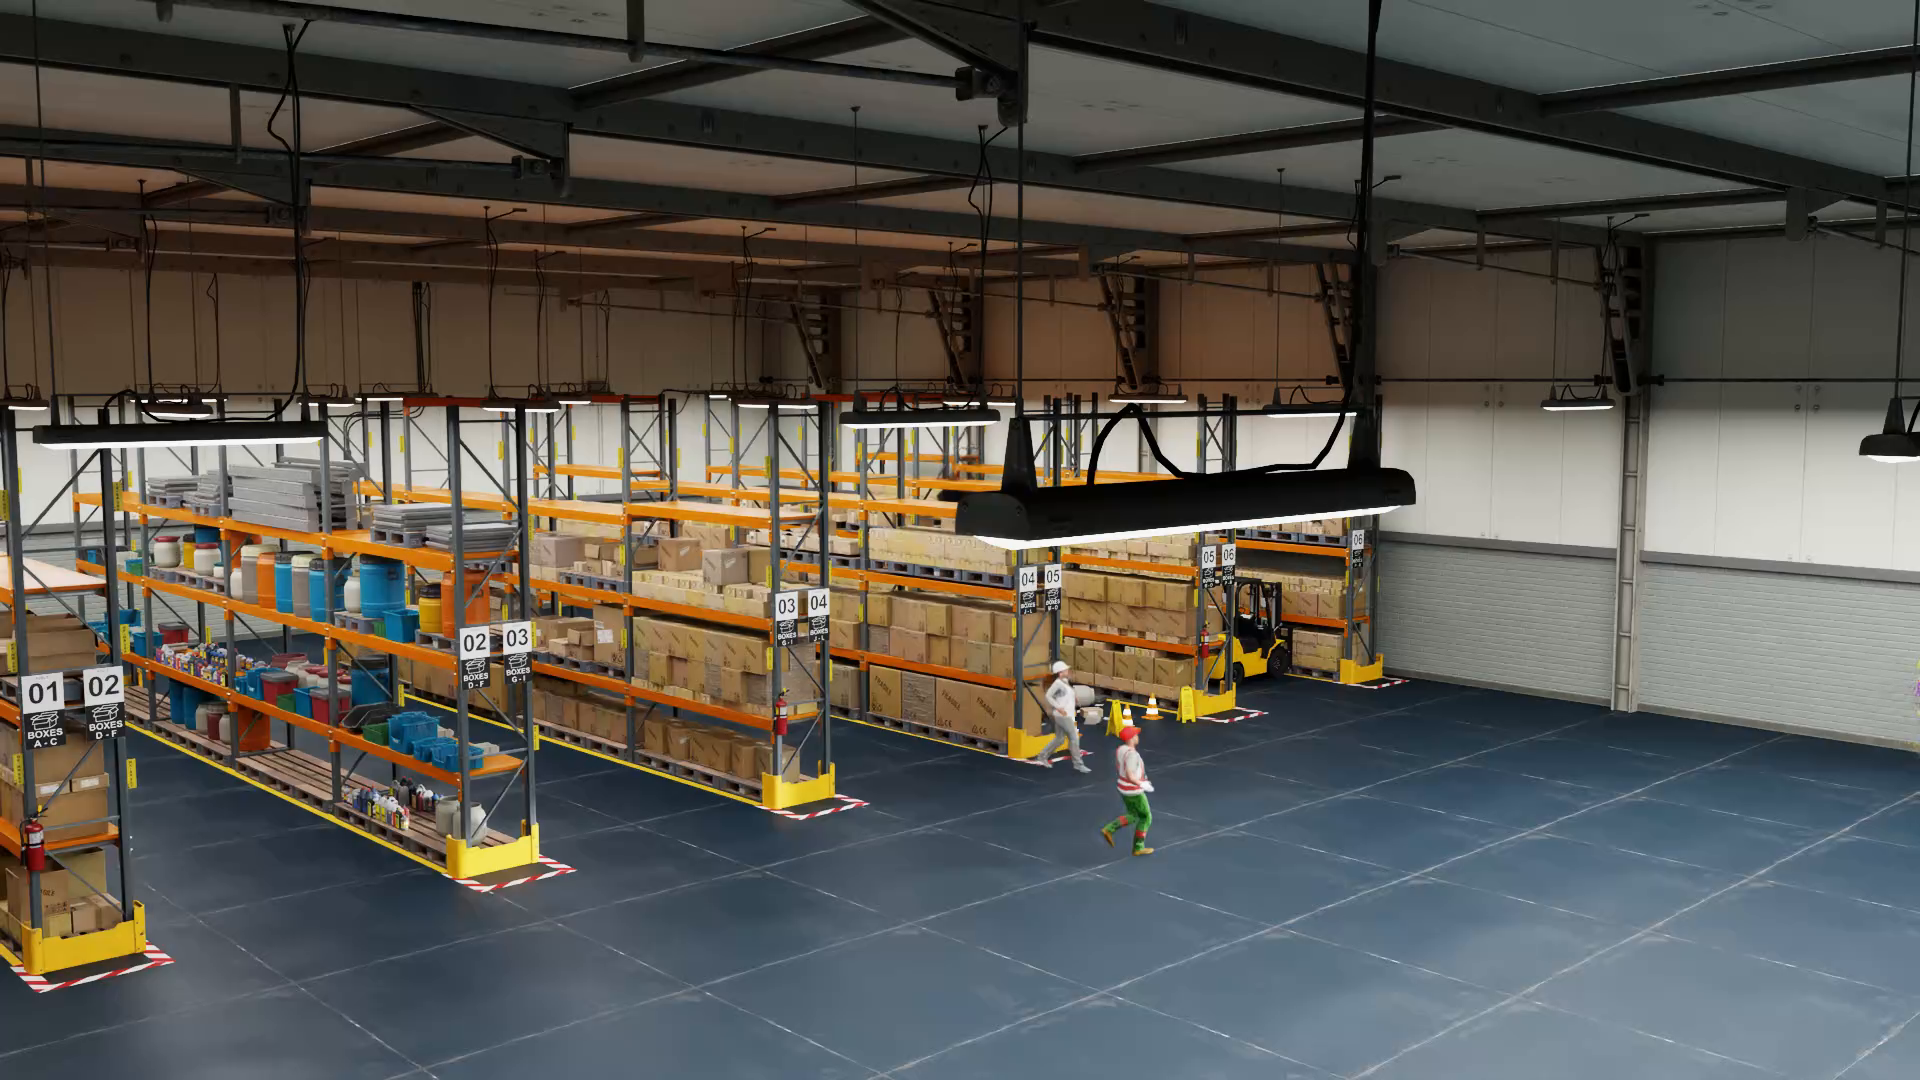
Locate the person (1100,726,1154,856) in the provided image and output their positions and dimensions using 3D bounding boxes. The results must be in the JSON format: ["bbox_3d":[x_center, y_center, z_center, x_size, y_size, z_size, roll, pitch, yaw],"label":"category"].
[{"bbox_3d":[2.240,3.332,22.068,0.709,1.742,0.659,-1,6,-14],"label":"person"}]

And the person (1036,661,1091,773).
[{"bbox_3d":[1.683,2.849,26.879,0.892,1.784,0.694,0,6,3],"label":"person"}]
